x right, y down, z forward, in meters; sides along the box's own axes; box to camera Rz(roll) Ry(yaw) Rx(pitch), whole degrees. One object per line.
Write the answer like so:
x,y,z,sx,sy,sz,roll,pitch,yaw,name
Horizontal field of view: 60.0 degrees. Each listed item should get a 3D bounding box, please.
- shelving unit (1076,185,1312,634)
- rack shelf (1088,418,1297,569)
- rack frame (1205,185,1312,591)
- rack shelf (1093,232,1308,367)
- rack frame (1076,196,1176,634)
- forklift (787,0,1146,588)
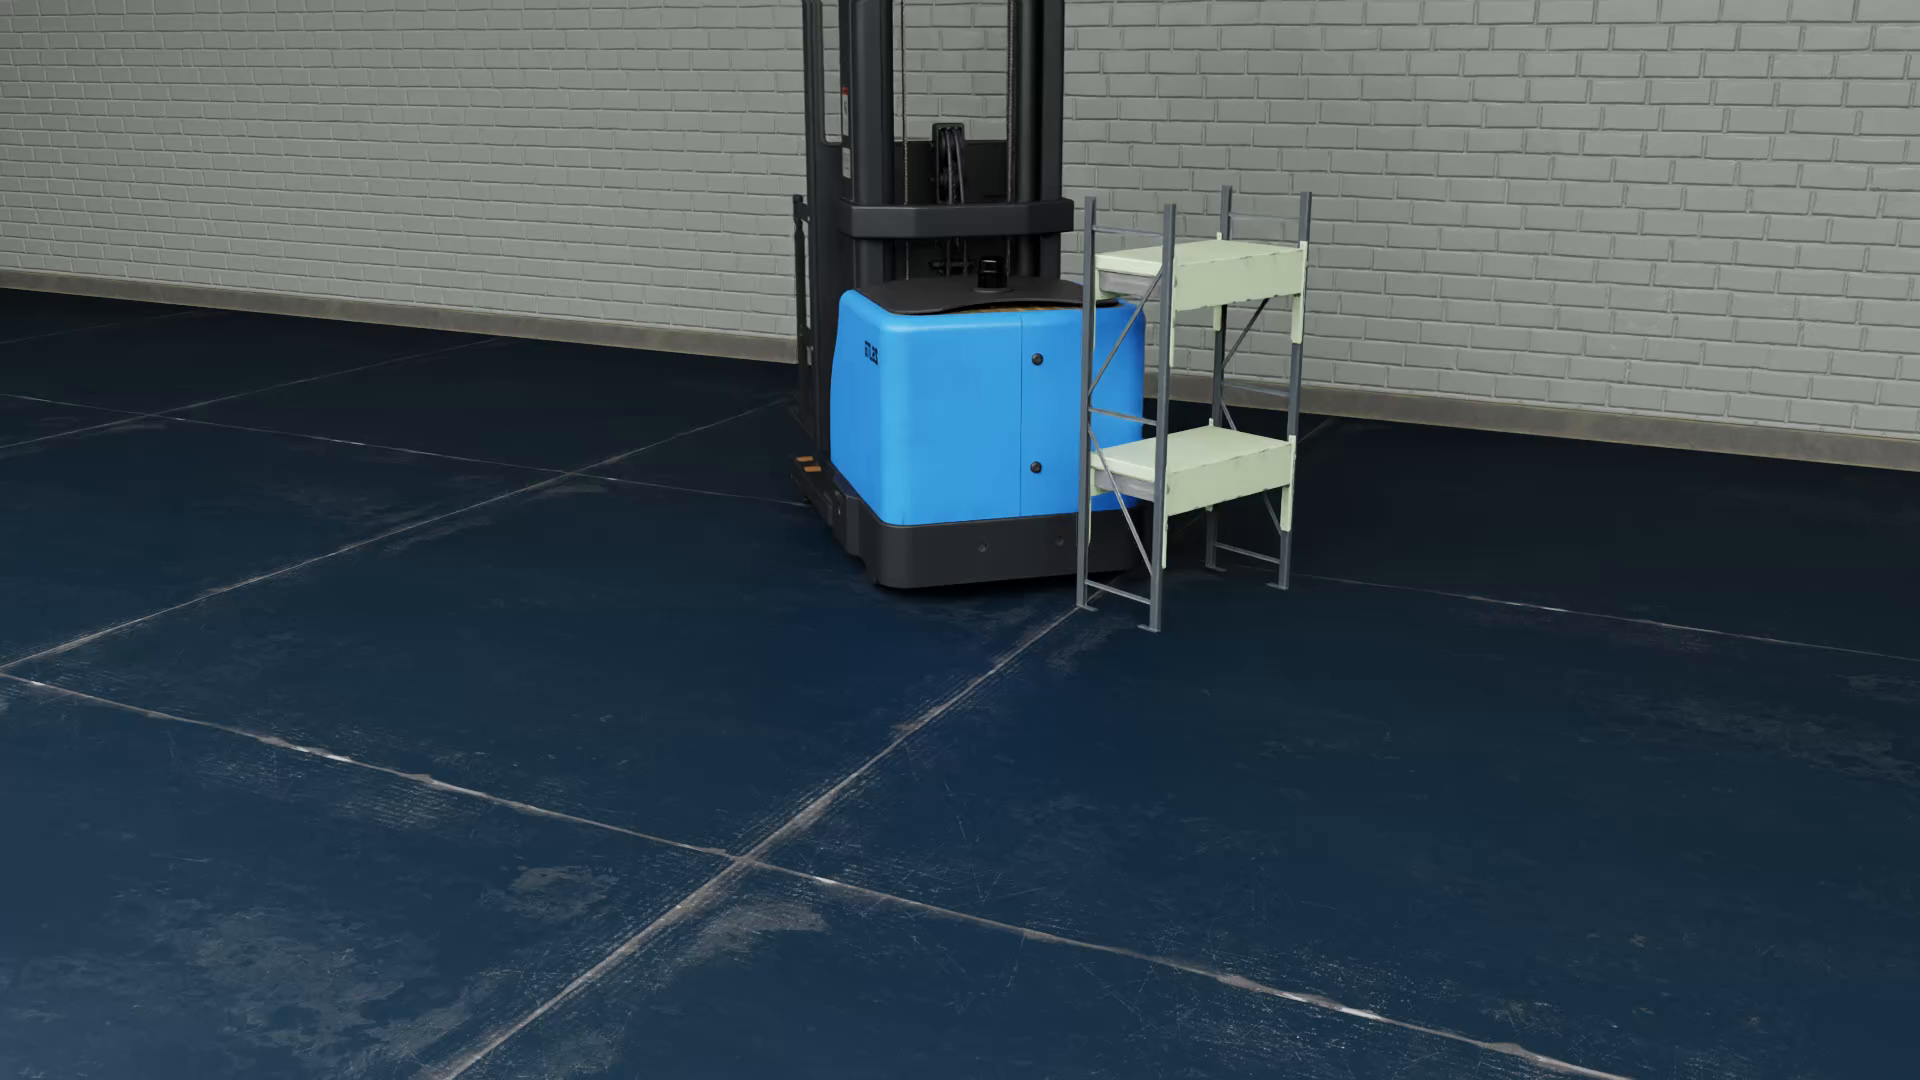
0.847,-0.500,6.074,0.755,1.500,0.431,-14,22,-39,shelving unit
0.847,-0.187,6.167,0.720,0.370,0.431,-14,22,-39,rack shelf
1.121,-0.569,6.306,0.023,1.500,0.400,-14,22,-39,rack frame
0.847,-0.874,5.963,0.720,0.370,0.431,-14,22,-39,rack shelf
0.573,-0.431,5.841,0.023,1.500,0.400,-14,22,-39,rack frame
-0.174,-1.604,7.277,1.130,2.935,3.031,-5,17,-15,forklift
